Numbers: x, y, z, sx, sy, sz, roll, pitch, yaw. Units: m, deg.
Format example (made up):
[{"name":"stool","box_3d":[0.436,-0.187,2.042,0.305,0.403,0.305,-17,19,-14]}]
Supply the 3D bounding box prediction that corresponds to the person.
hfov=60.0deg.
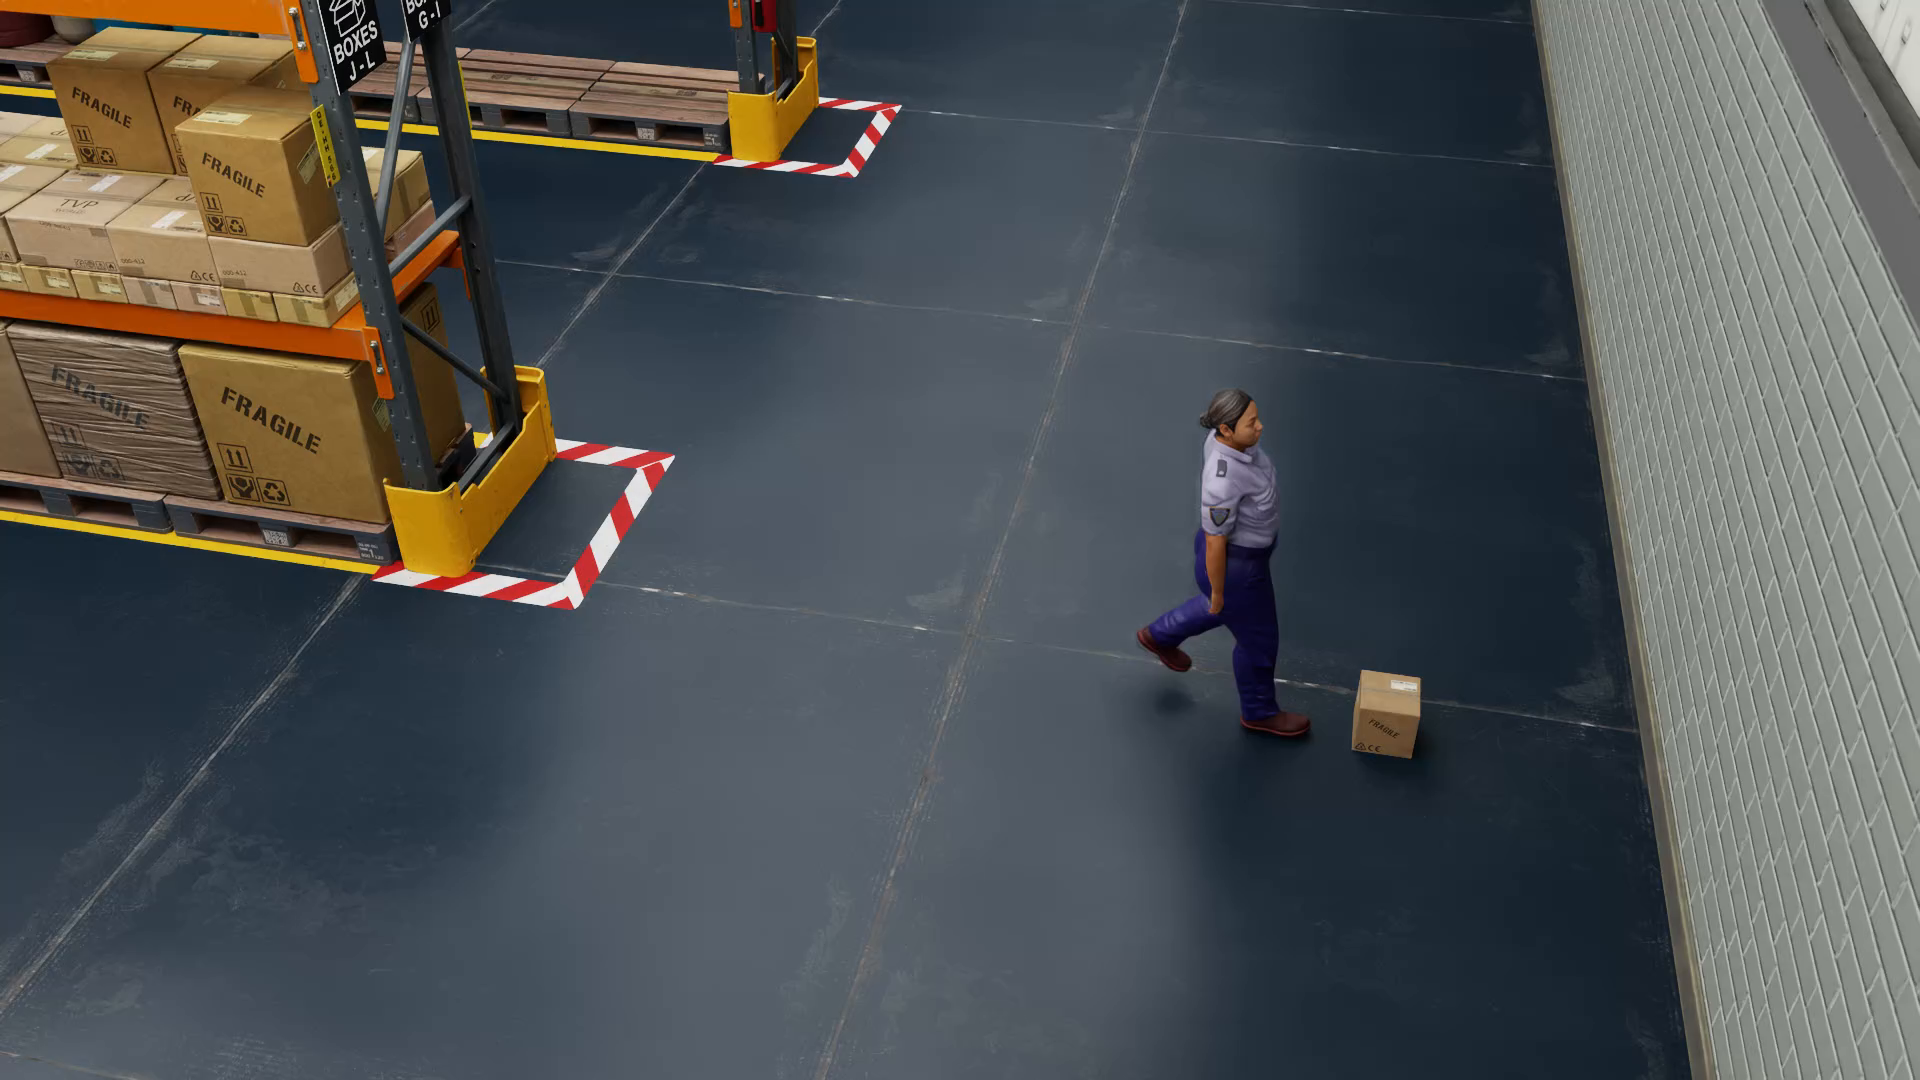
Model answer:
[{"name":"person","box_3d":[1.158,0.076,6.856,0.756,1.621,0.483,4,37,6]}]
